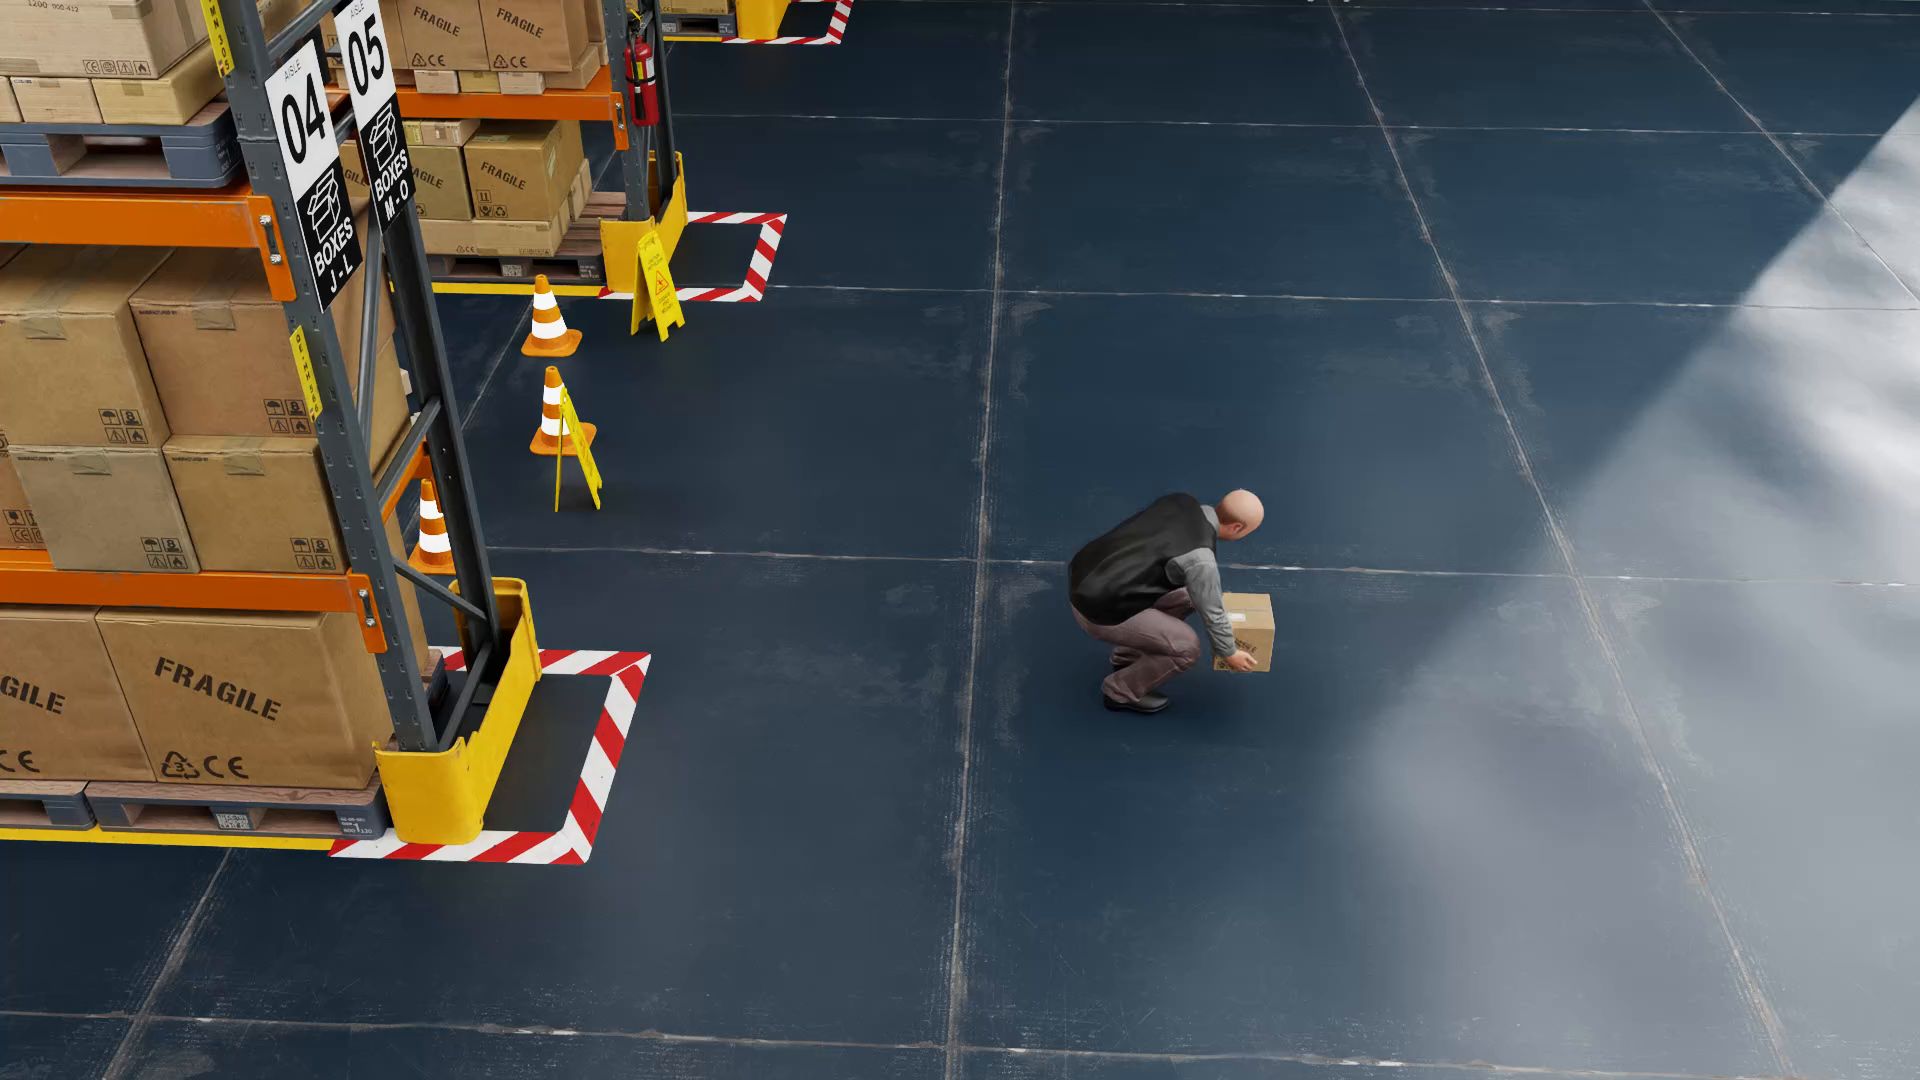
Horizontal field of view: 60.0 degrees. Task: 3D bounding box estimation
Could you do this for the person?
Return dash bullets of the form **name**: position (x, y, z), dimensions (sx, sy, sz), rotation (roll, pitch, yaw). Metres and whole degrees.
- **person**: position (0.900, 0.233, 7.401), dimensions (0.846, 1.043, 0.553), rotation (1, 35, 2)
